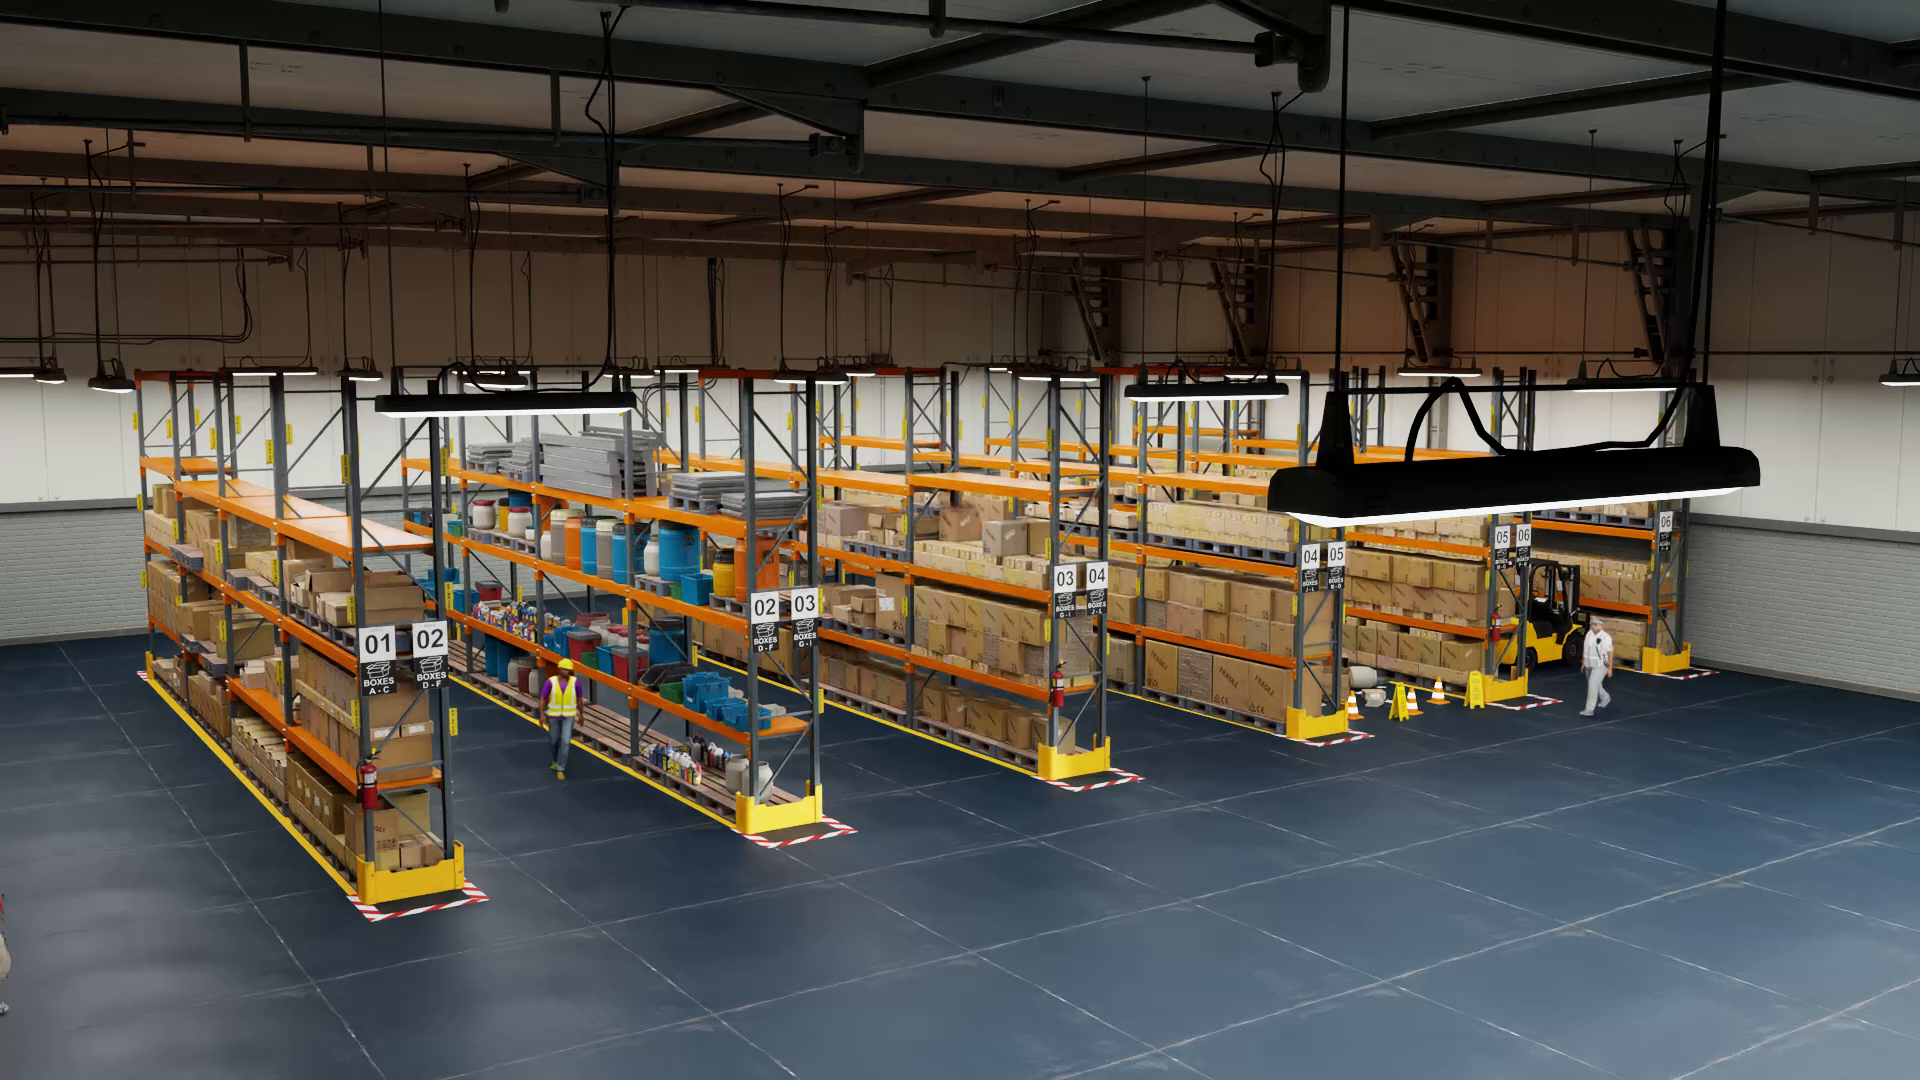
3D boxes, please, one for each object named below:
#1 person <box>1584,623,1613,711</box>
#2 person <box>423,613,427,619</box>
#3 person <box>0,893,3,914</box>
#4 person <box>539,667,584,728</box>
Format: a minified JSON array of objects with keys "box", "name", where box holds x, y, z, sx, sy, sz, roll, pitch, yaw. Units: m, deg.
[{"box":[11.226,2.206,29.156,0.806,1.533,0.529,-4,8,-31],"name":"person"},{"box":[-10.286,1.642,31.262,0.521,1.023,0.514,-1,7,-10],"name":"person"},{"box":[-9.245,3.345,15.720,0.317,1.043,0.566,-5,8,-40],"name":"person"},{"box":[-5.982,2.340,24.923,0.658,1.043,0.422,-2,7,-14],"name":"person"}]
